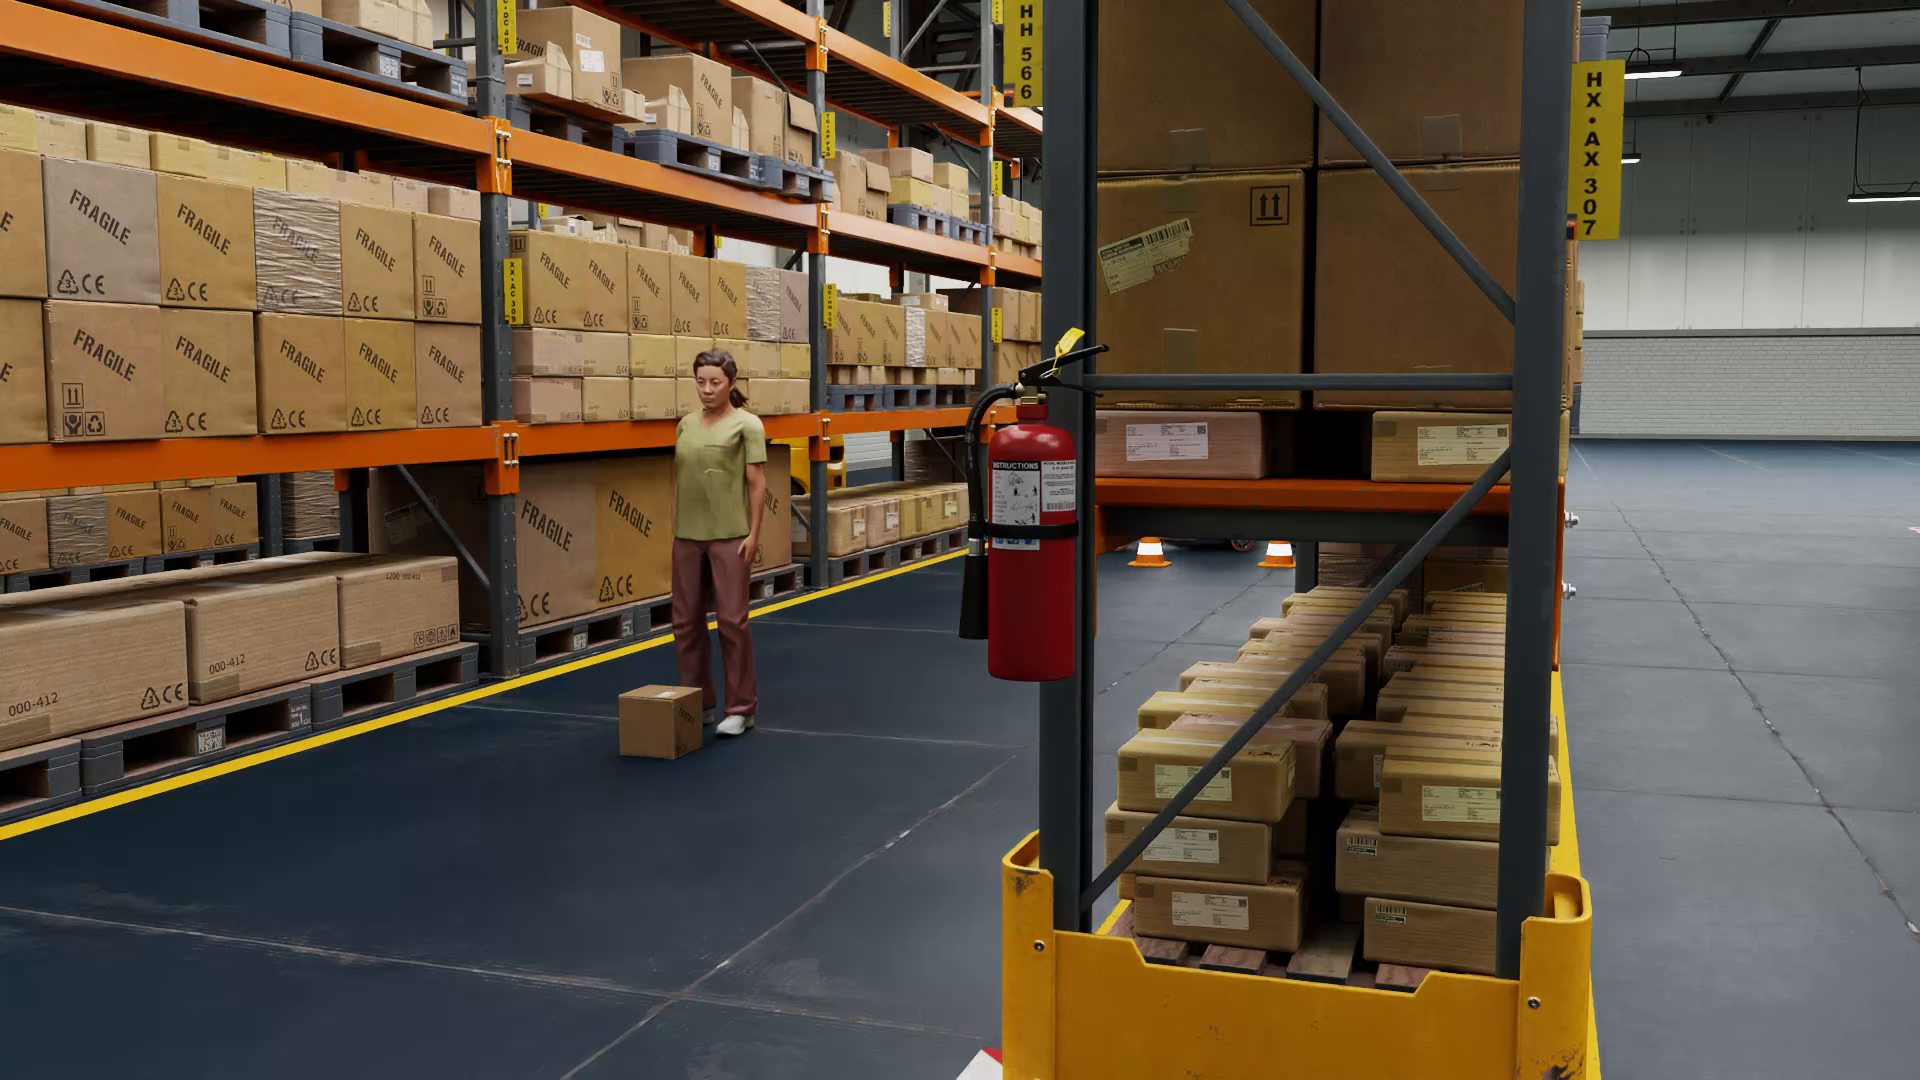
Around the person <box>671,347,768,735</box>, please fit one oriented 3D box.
[{"bbox_3d":[-1.054,0.001,7.236,0.444,1.673,0.364,2,6,20],"label":"person"}]
